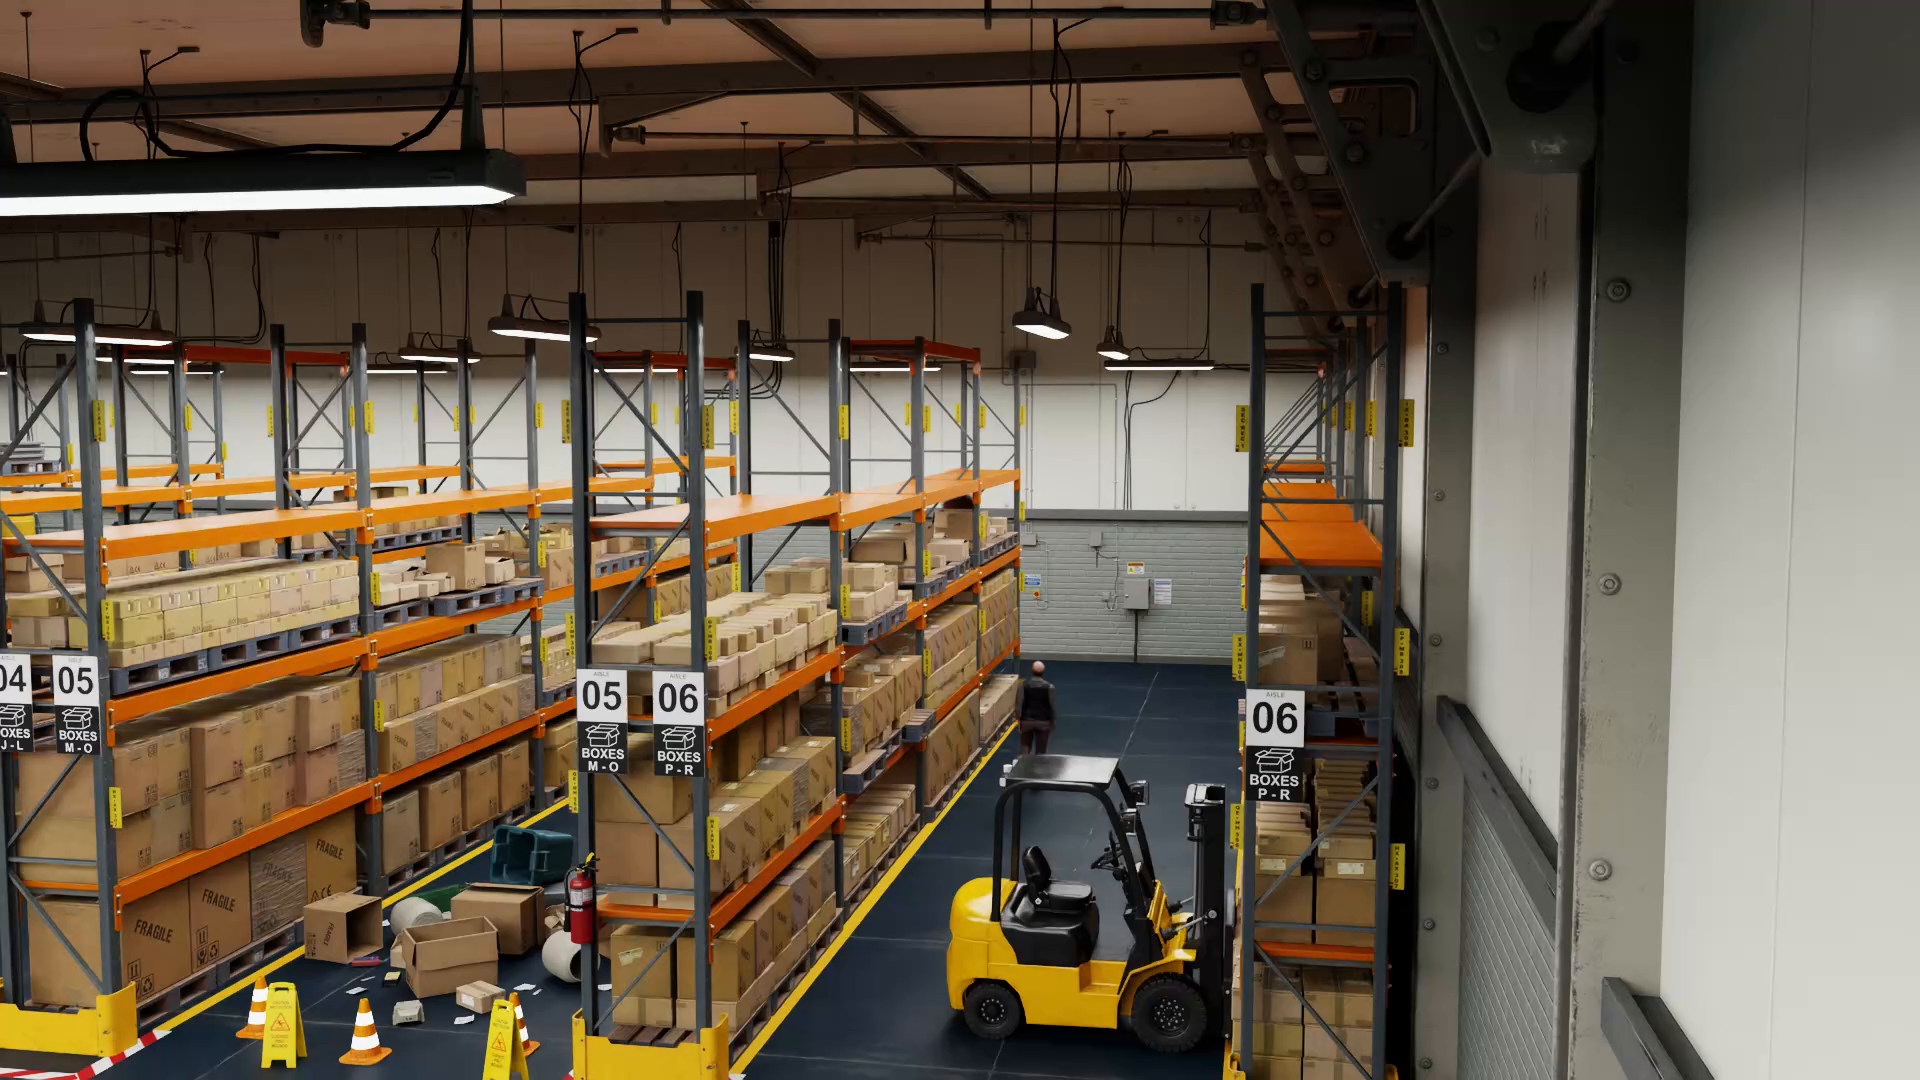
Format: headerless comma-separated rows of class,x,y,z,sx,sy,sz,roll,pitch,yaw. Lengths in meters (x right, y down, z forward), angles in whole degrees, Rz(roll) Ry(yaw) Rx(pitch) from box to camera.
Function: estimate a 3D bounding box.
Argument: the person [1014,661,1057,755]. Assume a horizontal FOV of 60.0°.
person,1.035,2.479,22.530,0.547,1.706,0.501,1,5,14
